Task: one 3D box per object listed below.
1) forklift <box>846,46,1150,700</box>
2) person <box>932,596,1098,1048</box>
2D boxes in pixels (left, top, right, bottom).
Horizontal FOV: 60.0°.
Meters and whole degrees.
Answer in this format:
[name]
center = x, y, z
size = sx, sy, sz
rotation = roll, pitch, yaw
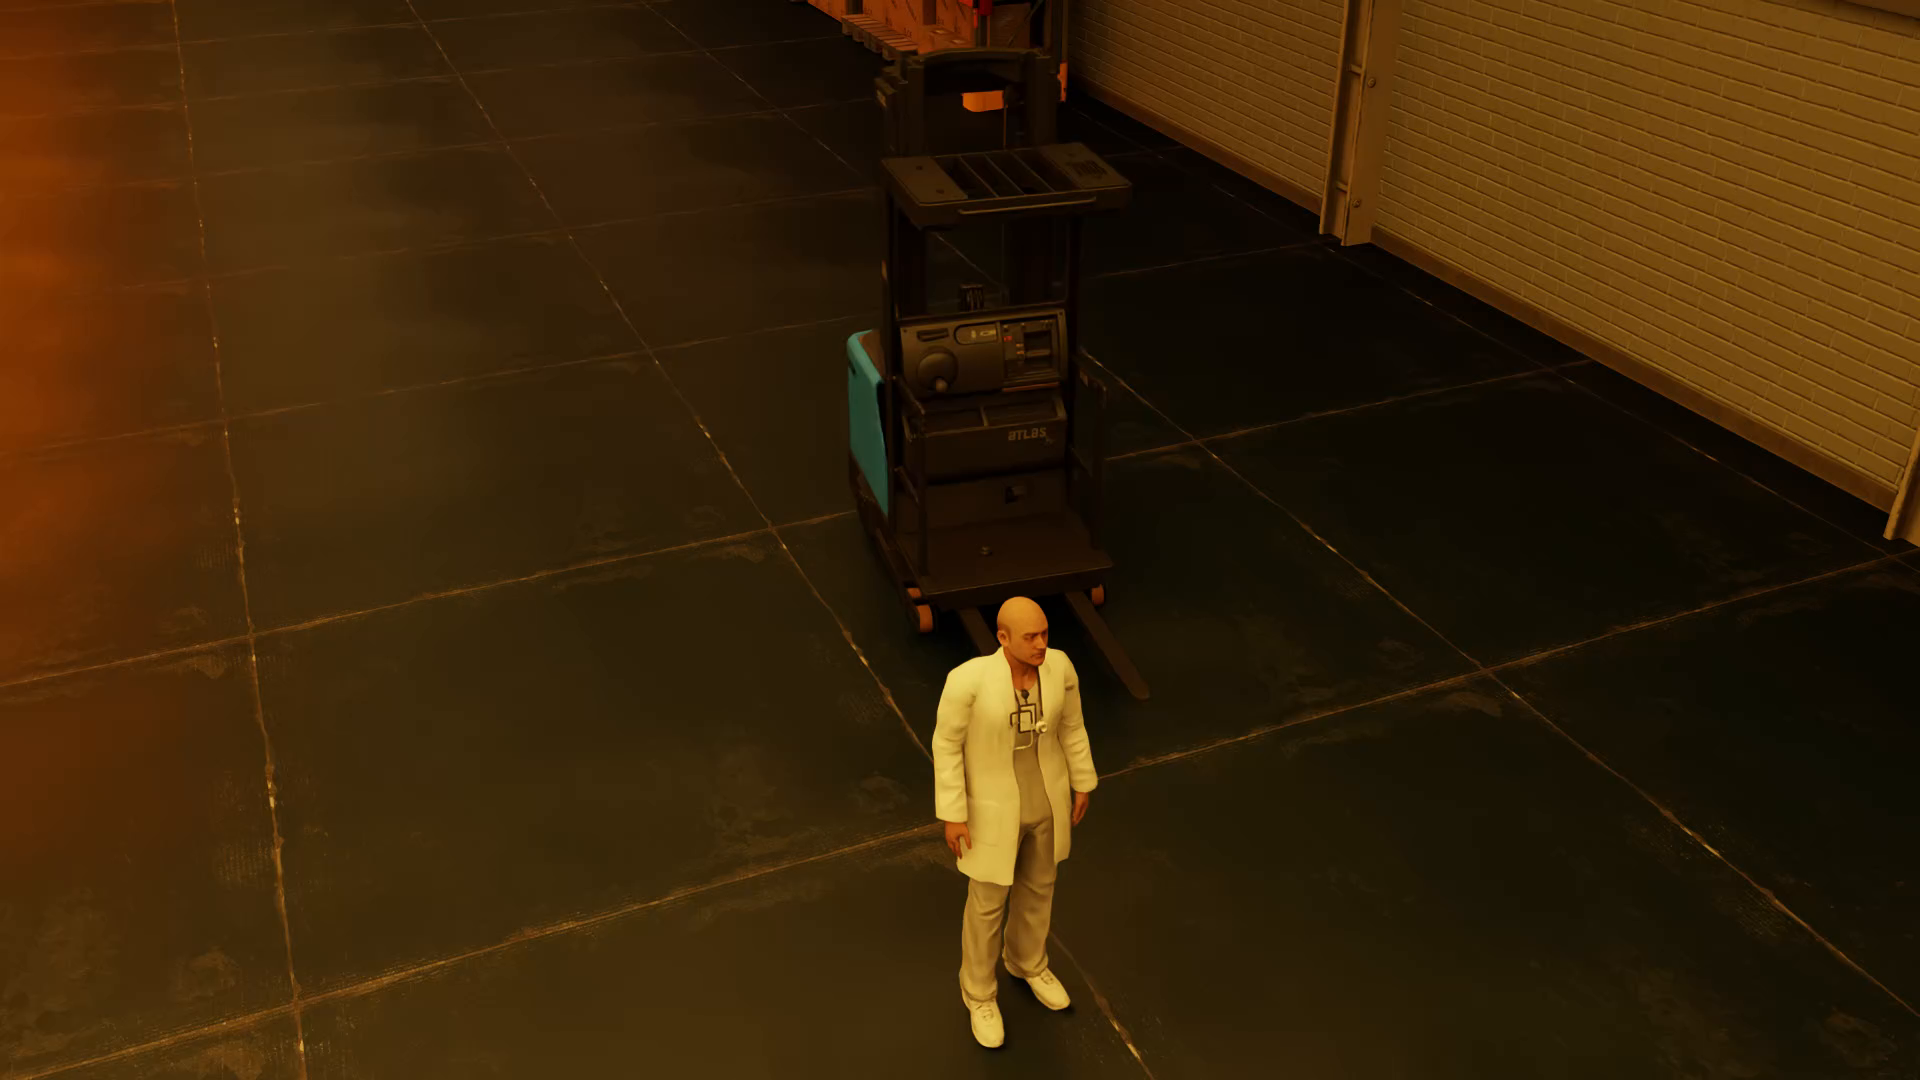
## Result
[forklift]
center = 0.197, -0.972, 8.820
size = 1.130, 2.935, 3.031
rotation = -8, 31, -14
[person]
center = 0.255, 1.071, 6.406
size = 0.689, 1.785, 0.553
rotation = -13, 32, -22
